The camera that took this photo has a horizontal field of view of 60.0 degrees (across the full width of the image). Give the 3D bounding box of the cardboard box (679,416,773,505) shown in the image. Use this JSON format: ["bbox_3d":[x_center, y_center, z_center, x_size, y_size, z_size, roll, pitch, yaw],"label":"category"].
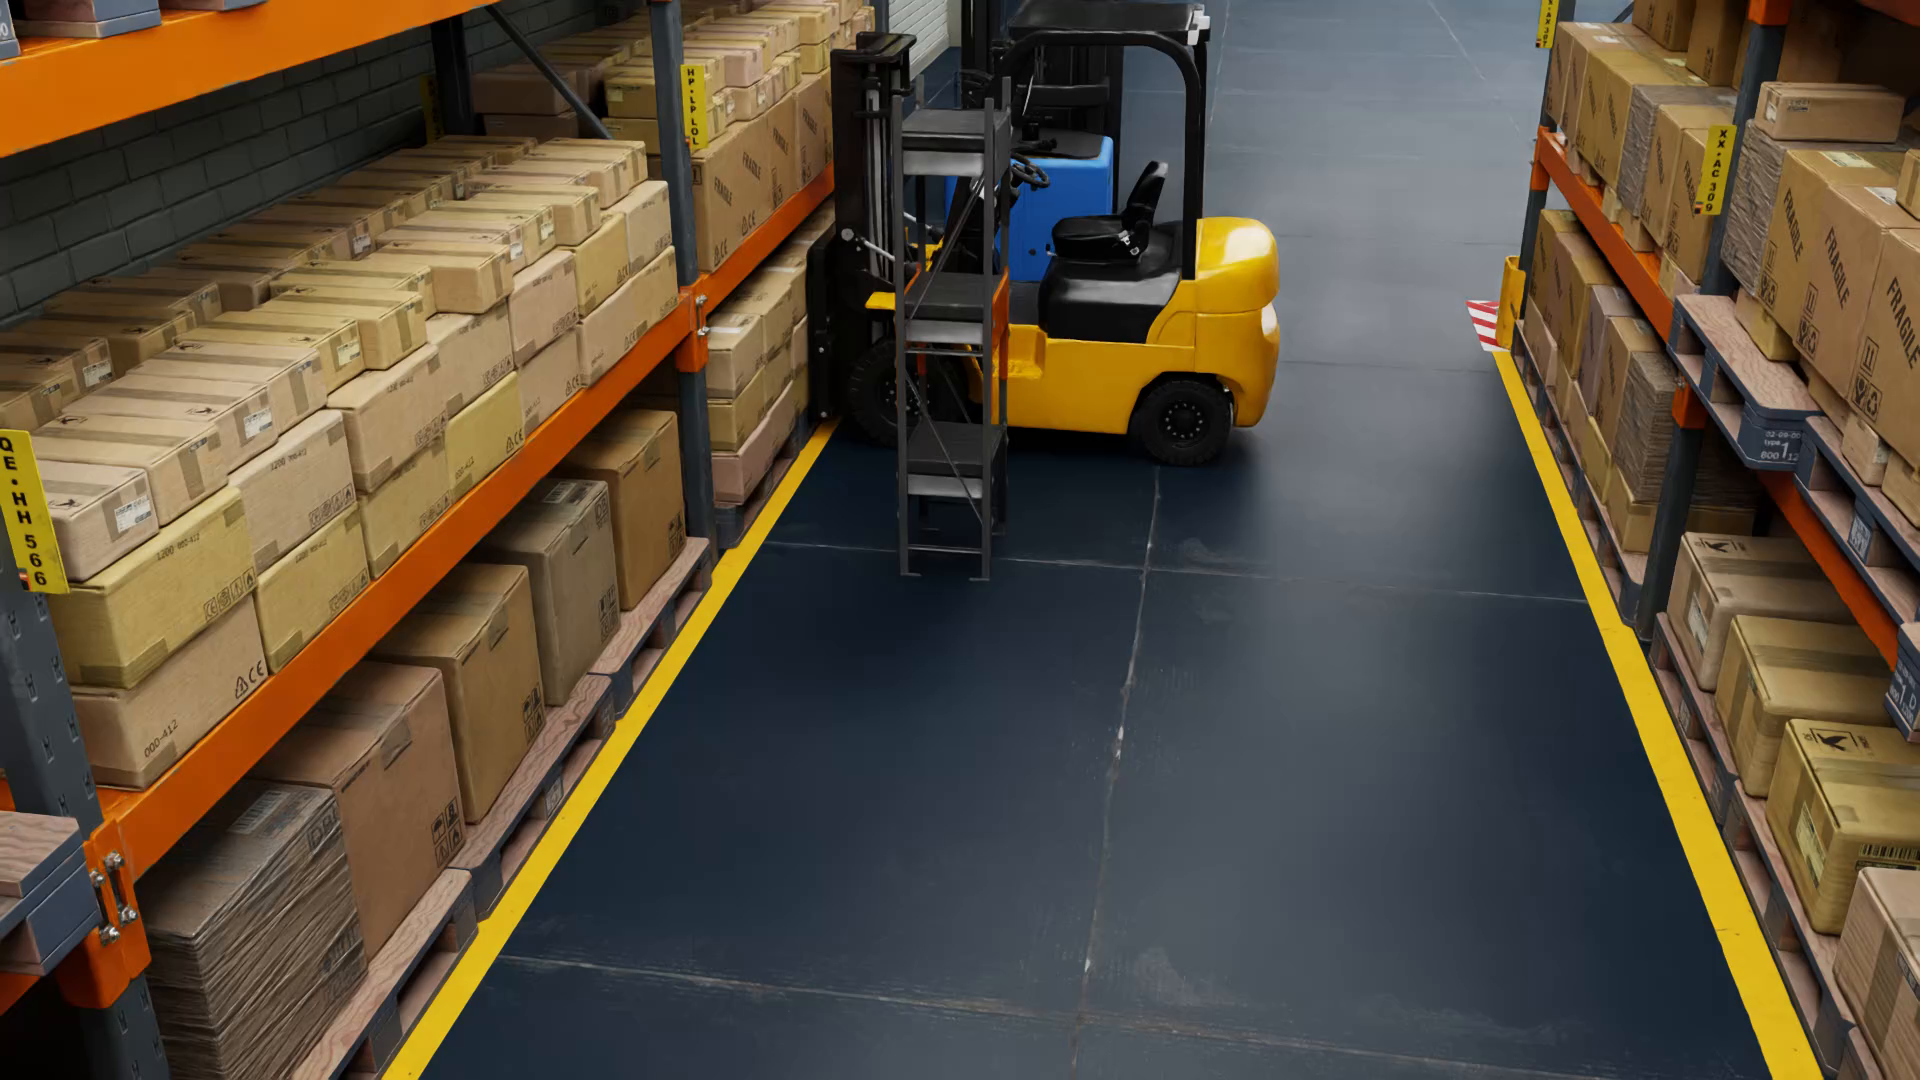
[{"bbox_3d":[-1.191,-0.392,7.797,0.500,0.250,0.500,4,25,9],"label":"cardboard box"}]

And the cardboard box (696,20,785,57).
[{"bbox_3d":[-1.097,-2.504,8.328,0.380,0.149,0.250,4,25,9],"label":"cardboard box"}]

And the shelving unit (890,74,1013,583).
[{"bbox_3d":[-0.027,-0.882,7.157,0.431,2.100,0.503,4,25,9],"label":"shelving unit"}]

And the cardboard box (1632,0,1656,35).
[{"bbox_3d":[4.086,-3.003,8.978,0.700,0.500,0.500,3,25,7],"label":"cardboard box"}]

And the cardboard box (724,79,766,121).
[{"bbox_3d":[-1.116,-2.039,7.686,0.380,0.149,0.250,5,25,10],"label":"cardboard box"}]

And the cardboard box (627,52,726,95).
[{"bbox_3d":[-1.266,-2.077,7.416,0.380,0.149,0.250,4,25,8],"label":"cardboard box"}]

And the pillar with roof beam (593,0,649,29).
[{"bbox_3d":[2.301,-5.131,8.097,9.100,9.000,0.400,4,25,9],"label":"pillar with roof beam"}]

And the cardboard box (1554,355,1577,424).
[{"bbox_3d":[3.382,-0.783,8.633,0.500,0.250,0.500,6,26,12],"label":"cardboard box"}]

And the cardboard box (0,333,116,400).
[{"bbox_3d":[-2.391,-0.413,4.211,0.380,0.149,0.250,4,25,7],"label":"cardboard box"}]

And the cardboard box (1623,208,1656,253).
[{"bbox_3d":[3.215,-1.392,7.483,0.380,0.149,0.250,4,25,8],"label":"cardboard box"}]

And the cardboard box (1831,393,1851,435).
[{"bbox_3d":[2.753,-0.357,4.775,0.380,0.149,0.250,4,25,9],"label":"cardboard box"}]

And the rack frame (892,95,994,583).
[{"bbox_3d":[-0.067,-0.780,6.939,0.400,2.100,0.015,4,25,9],"label":"rack frame"}]

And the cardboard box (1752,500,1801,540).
[{"bbox_3d":[3.663,-0.098,7.170,0.500,0.250,0.500,3,25,6],"label":"cardboard box"}]

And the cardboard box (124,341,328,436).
[{"bbox_3d":[-1.819,-0.378,4.136,0.380,0.149,0.250,4,25,9],"label":"cardboard box"}]

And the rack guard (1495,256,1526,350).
[{"bbox_3d":[3.942,-1.435,10.225,1.175,0.500,0.348,4,25,9],"label":"rack guard"}]

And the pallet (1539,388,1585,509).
[{"bbox_3d":[3.573,-0.458,8.479,1.003,0.211,1.213,4,25,9],"label":"pallet"}]

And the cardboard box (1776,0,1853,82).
[{"bbox_3d":[3.692,-1.939,6.707,0.700,0.500,0.500,4,25,9],"label":"cardboard box"}]

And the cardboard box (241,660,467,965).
[{"bbox_3d":[-2.036,0.757,4.901,0.875,0.625,0.625,5,26,10],"label":"cardboard box"}]

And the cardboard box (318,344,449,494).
[{"bbox_3d":[-1.751,-0.349,4.545,0.500,0.250,0.500,3,25,7],"label":"cardboard box"}]

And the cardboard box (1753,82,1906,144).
[{"bbox_3d":[2.875,-1.417,5.510,0.380,0.149,0.250,4,25,8],"label":"cardboard box"}]

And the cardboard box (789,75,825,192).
[{"bbox_3d":[-1.013,-2.120,8.624,0.500,0.500,0.500,4,25,9],"label":"cardboard box"}]

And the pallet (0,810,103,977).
[{"bbox_3d":[-2.292,0.780,2.771,1.213,0.211,1.003,4,25,9],"label":"pallet"}]

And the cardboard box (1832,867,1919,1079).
[{"bbox_3d":[2.862,1.203,4.247,0.950,0.372,0.625,4,25,8],"label":"cardboard box"}]

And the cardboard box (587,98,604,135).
[{"bbox_3d":[-1.791,-1.866,7.316,0.380,0.149,0.250,3,25,7],"label":"cardboard box"}]

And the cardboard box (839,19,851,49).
[{"bbox_3d":[-0.839,-2.902,9.529,0.380,0.149,0.250,4,25,10],"label":"cardboard box"}]

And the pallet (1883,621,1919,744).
[{"bbox_3d":[2.658,0.529,3.308,1.213,0.211,1.003,4,25,9],"label":"pallet"}]

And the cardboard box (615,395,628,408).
[{"bbox_3d":[-1.719,-0.657,7.774,0.500,0.250,0.500,3,25,7],"label":"cardboard box"}]

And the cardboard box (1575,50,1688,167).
[{"bbox_3d":[3.440,-2.170,8.378,0.500,0.500,0.500,4,25,7],"label":"cardboard box"}]

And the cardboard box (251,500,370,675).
[{"bbox_3d":[-1.850,0.094,4.187,0.500,0.250,0.500,3,25,7],"label":"cardboard box"}]

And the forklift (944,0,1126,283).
[{"bbox_3d":[0.584,-3.316,11.376,1.130,2.935,3.031,3,25,6],"label":"forklift"}]

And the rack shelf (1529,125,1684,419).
[{"bbox_3d":[3.628,-1.436,8.128,1.077,0.370,4.000,4,25,9],"label":"rack shelf"}]

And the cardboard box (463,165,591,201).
[{"bbox_3d":[-1.550,-1.241,5.979,0.380,0.149,0.250,4,25,8],"label":"cardboard box"}]

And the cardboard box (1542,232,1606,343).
[{"bbox_3d":[3.465,-1.336,8.929,0.500,0.500,0.500,3,25,7],"label":"cardboard box"}]

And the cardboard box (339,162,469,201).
[{"bbox_3d":[-2.003,-1.262,6.024,0.380,0.149,0.250,4,25,8],"label":"cardboard box"}]

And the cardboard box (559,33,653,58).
[{"bbox_3d":[-1.690,-2.326,7.947,0.380,0.149,0.250,4,25,8],"label":"cardboard box"}]

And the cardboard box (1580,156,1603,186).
[{"bbox_3d":[3.448,-1.932,8.635,0.380,0.149,0.250,5,25,10],"label":"cardboard box"}]

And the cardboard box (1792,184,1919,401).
[{"bbox_3d":[2.766,-0.704,4.752,0.500,0.500,0.500,4,25,8],"label":"cardboard box"}]

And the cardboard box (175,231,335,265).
[{"bbox_3d":[-2.161,-0.840,5.124,0.380,0.149,0.250,4,25,9],"label":"cardboard box"}]

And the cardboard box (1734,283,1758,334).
[{"bbox_3d":[2.899,-0.793,5.706,0.380,0.149,0.250,4,25,9],"label":"cardboard box"}]

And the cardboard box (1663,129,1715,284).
[{"bbox_3d":[3.128,-1.309,6.539,0.500,0.500,0.500,3,25,7],"label":"cardboard box"}]

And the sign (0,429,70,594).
[{"bbox_3d":[-1.714,-0.050,3.046,0.100,0.325,0.005,4,25,9],"label":"sign"}]

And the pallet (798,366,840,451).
[{"bbox_3d":[-1.229,-0.846,9.309,1.003,0.211,1.213,4,25,9],"label":"pallet"}]

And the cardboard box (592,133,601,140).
[{"bbox_3d":[-1.790,-1.520,7.341,0.500,0.500,0.500,4,25,8],"label":"cardboard box"}]

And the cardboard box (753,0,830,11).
[{"bbox_3d":[-0.934,-2.935,9.247,0.380,0.149,0.250,4,25,9],"label":"cardboard box"}]

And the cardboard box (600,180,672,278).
[{"bbox_3d":[-1.425,-1.203,6.370,0.500,0.250,0.500,3,25,7],"label":"cardboard box"}]

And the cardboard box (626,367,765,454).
[{"bbox_3d":[-1.213,-0.620,7.695,0.500,0.250,0.500,4,25,8],"label":"cardboard box"}]

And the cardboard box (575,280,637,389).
[{"bbox_3d":[-1.498,-0.760,6.013,0.500,0.250,0.500,4,25,8],"label":"cardboard box"}]

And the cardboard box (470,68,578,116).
[{"bbox_3d":[-1.843,-1.896,7.029,0.380,0.149,0.250,4,25,9],"label":"cardboard box"}]

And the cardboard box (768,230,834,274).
[{"bbox_3d":[-0.951,-1.487,8.958,0.500,0.250,0.500,4,25,7],"label":"cardboard box"}]

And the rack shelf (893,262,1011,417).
[{"bbox_3d":[-0.027,-0.869,7.163,0.431,0.518,0.480,4,25,9],"label":"rack shelf"}]

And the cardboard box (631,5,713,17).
[{"bbox_3d":[-1.528,-2.753,8.859,0.380,0.149,0.250,3,25,7],"label":"cardboard box"}]

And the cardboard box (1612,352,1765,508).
[{"bbox_3d":[3.133,-0.476,7.092,0.500,0.500,0.500,4,25,8],"label":"cardboard box"}]

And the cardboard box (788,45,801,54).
[{"bbox_3d":[-1.039,-2.479,8.625,0.380,0.149,0.250,4,25,8],"label":"cardboard box"}]

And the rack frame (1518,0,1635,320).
[{"bbox_3d":[3.954,-2.598,9.763,1.000,3.000,0.127,4,25,9],"label":"rack frame"}]

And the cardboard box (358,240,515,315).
[{"bbox_3d":[-1.580,-0.796,5.029,0.380,0.149,0.250,3,25,7],"label":"cardboard box"}]
